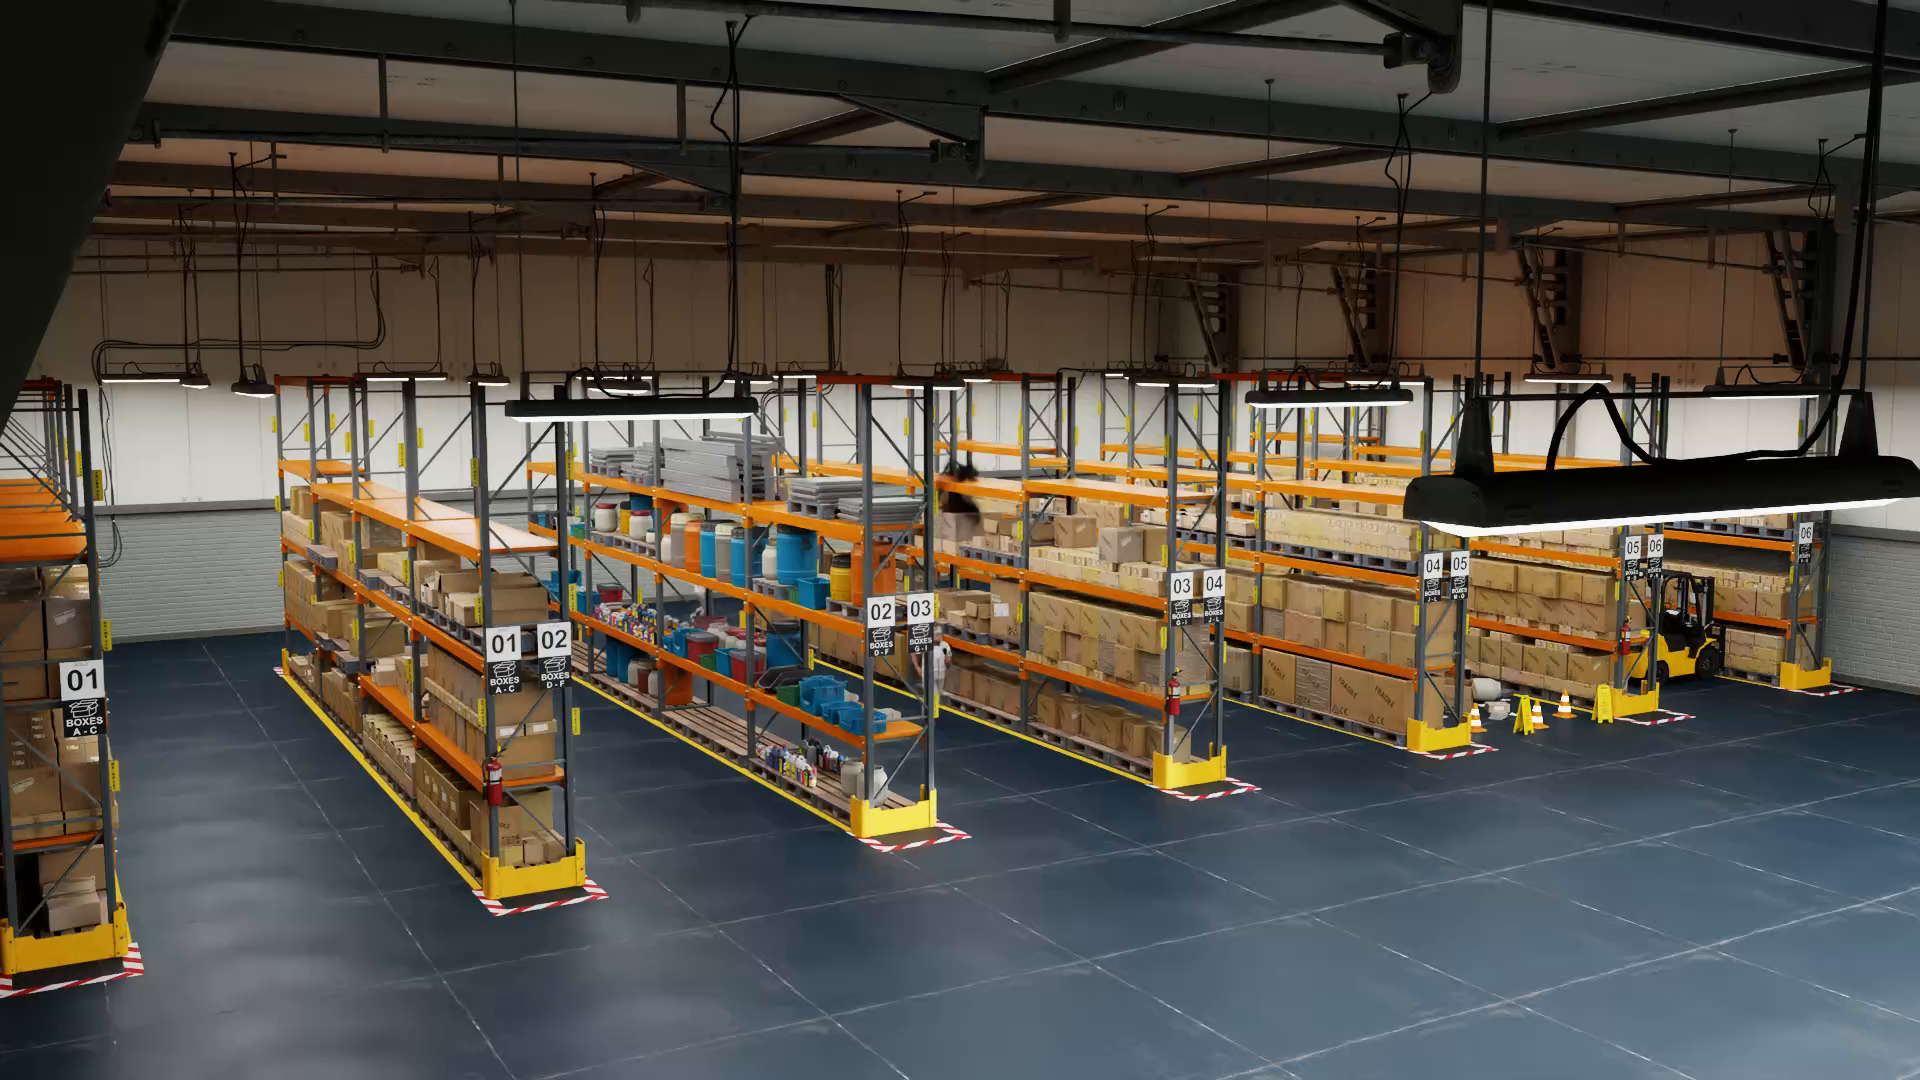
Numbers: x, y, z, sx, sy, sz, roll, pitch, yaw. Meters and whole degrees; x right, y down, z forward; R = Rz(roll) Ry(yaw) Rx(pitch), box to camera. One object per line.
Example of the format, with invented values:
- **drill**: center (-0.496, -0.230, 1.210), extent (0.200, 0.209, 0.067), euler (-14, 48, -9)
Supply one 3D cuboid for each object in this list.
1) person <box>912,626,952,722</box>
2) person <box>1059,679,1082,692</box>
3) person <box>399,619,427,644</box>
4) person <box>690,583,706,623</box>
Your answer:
- **person**: center (-0.443, 2.345, 28.546), extent (0.645, 1.782, 0.753), euler (-3, 7, -29)
- **person**: center (2.164, 2.059, 31.862), extent (0.599, 1.628, 0.694), euler (-4, 8, -35)
- **person**: center (-11.001, 1.791, 33.549), extent (0.623, 1.785, 0.691), euler (-5, 8, -39)
- **person**: center (-6.067, 1.230, 39.117), extent (0.560, 1.651, 0.609), euler (-3, 7, -23)
